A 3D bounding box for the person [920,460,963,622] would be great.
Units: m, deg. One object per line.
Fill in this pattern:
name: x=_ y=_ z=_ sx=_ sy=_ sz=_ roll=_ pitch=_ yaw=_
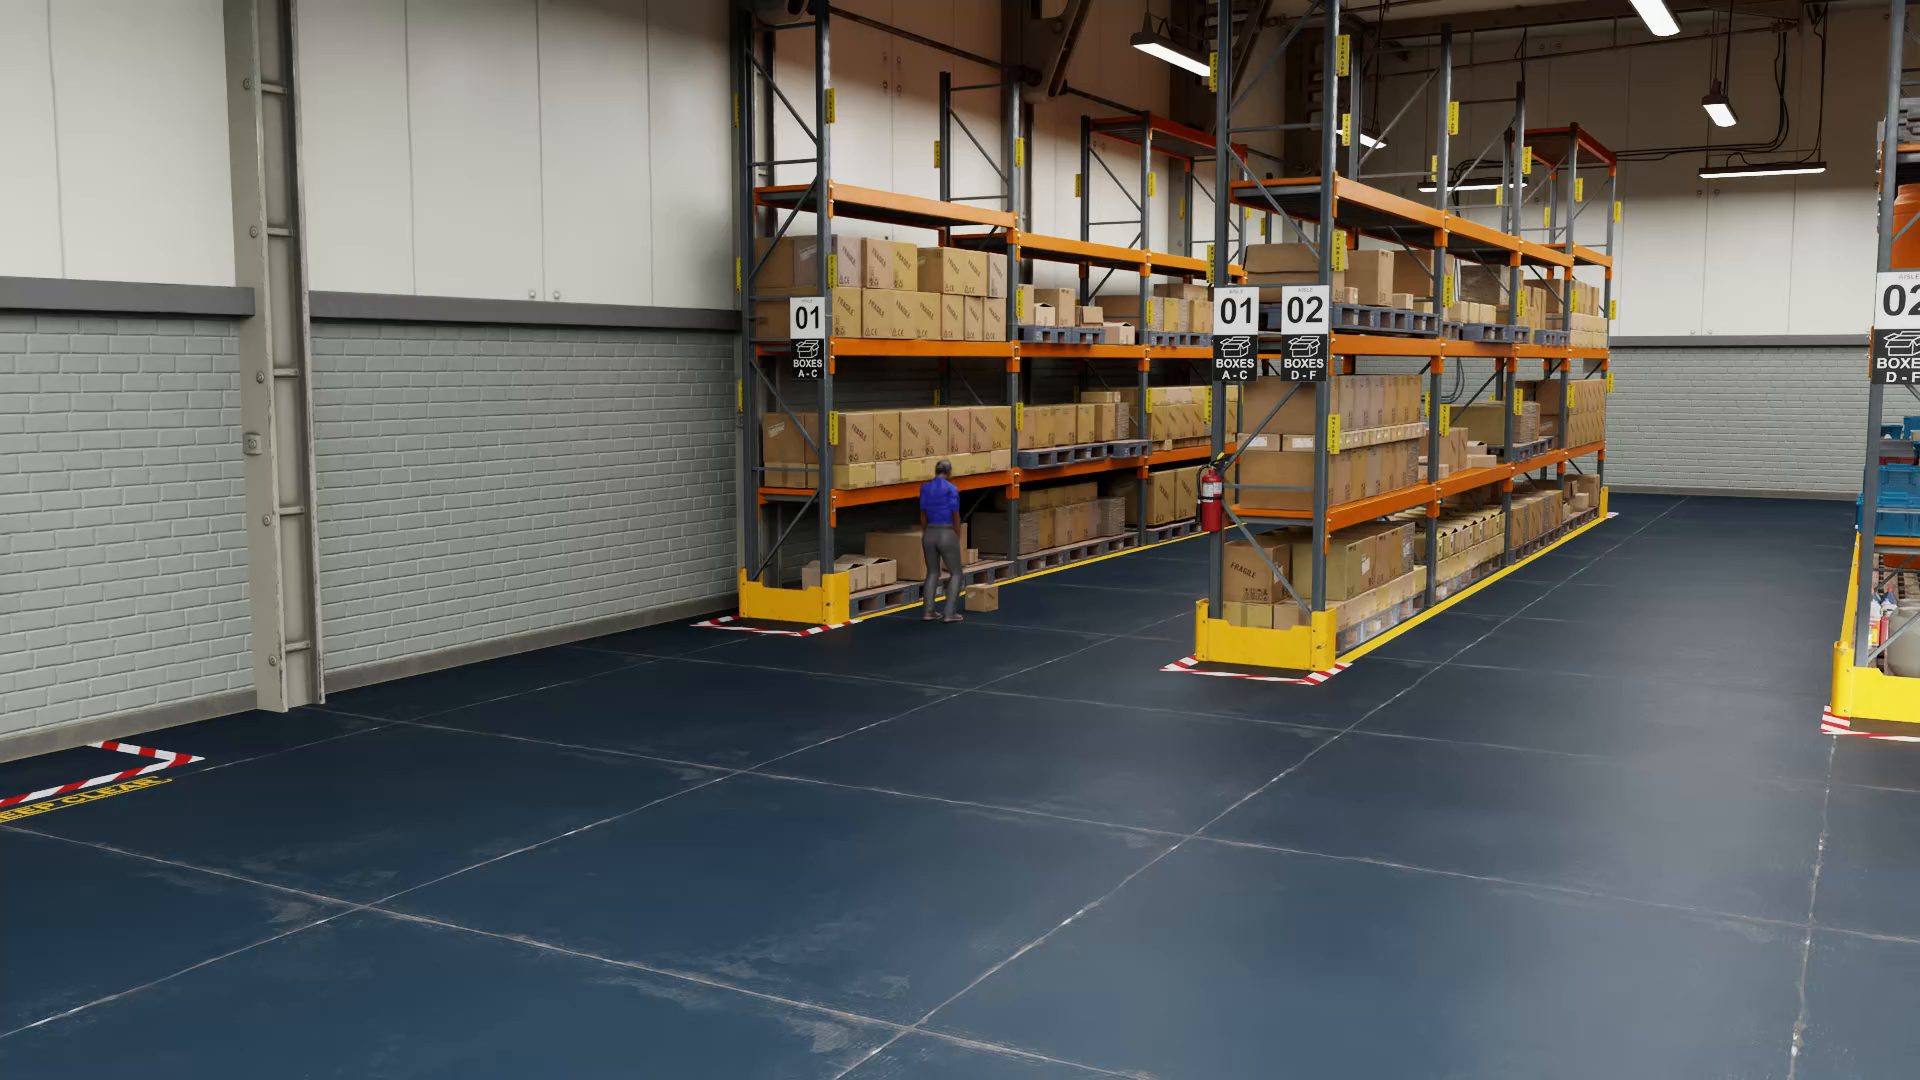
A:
person: x=-0.202 y=0.010 z=16.589 sx=0.457 sy=1.610 sz=0.375 roll=3 pitch=7 yaw=30
